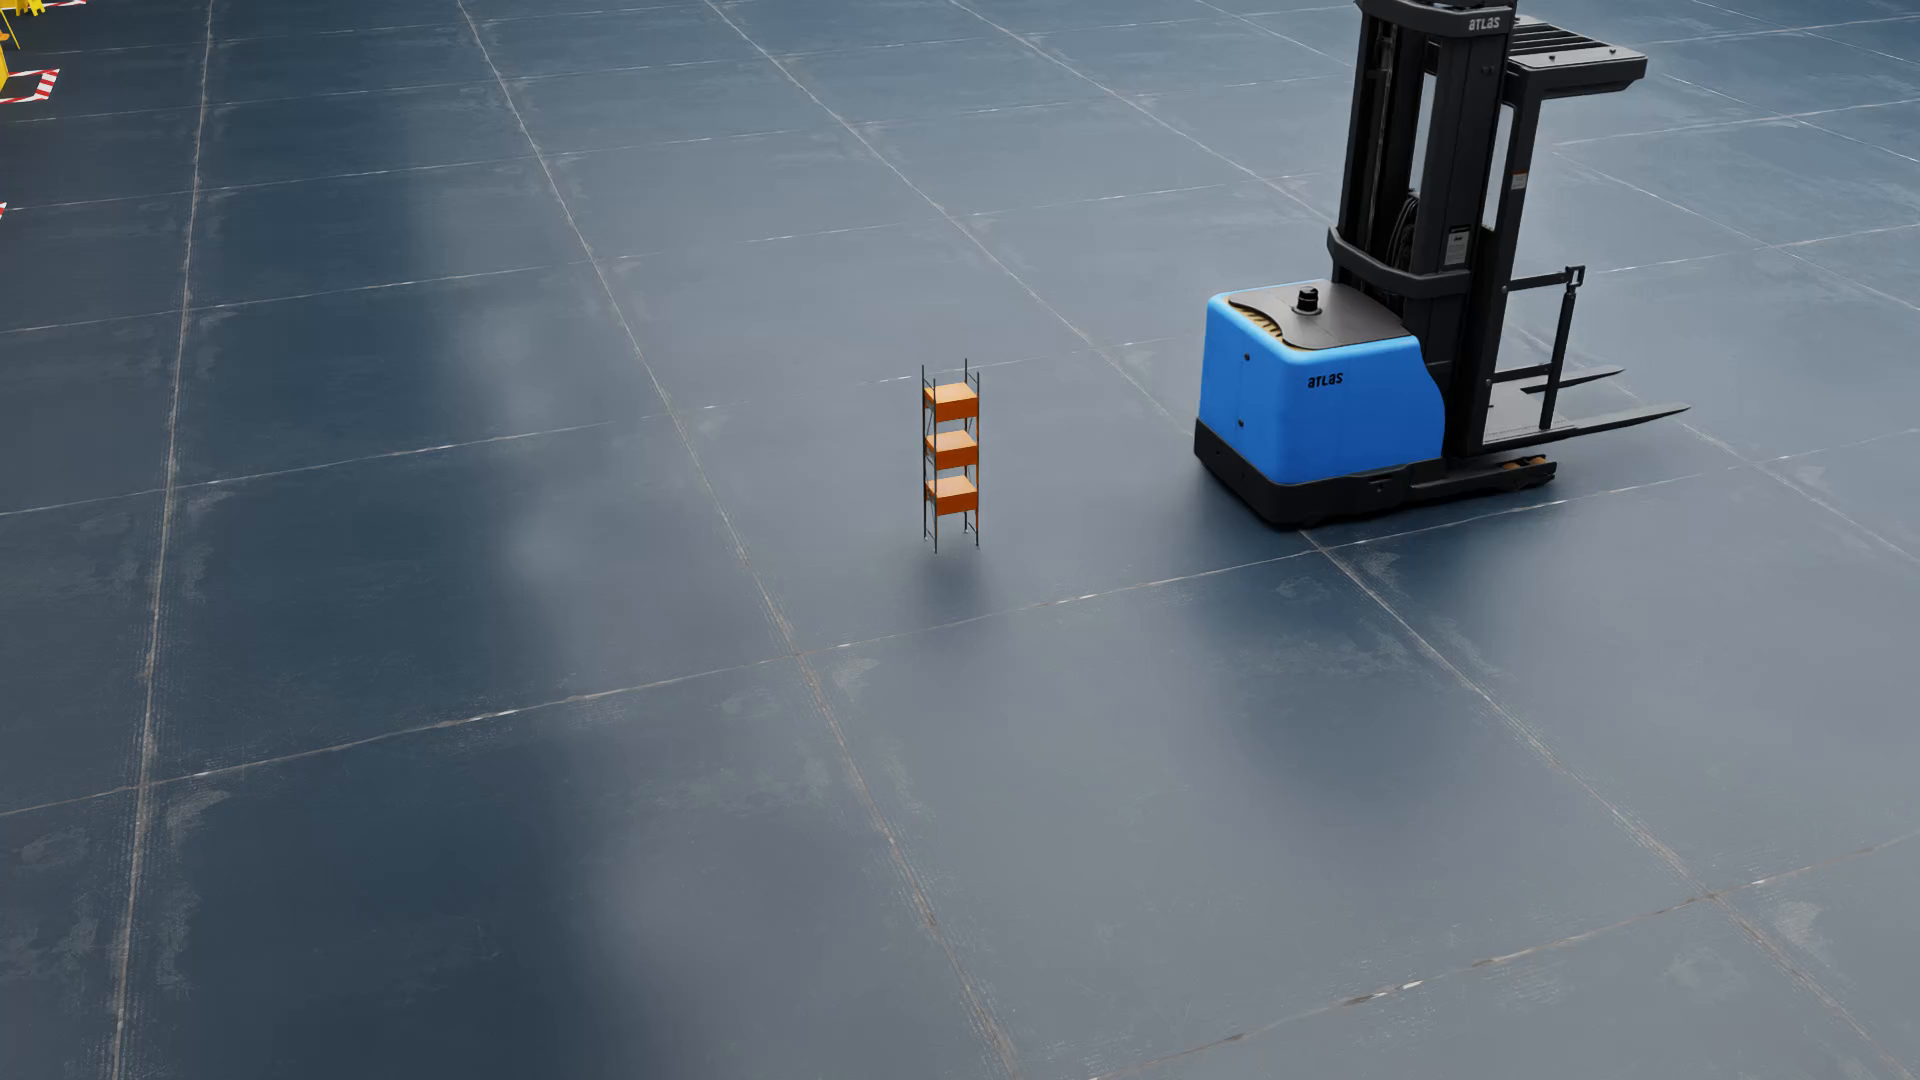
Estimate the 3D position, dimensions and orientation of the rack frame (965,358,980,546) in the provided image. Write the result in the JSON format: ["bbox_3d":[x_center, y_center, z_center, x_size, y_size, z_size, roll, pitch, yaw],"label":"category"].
[{"bbox_3d":[0.064,-0.468,9.043,0.008,1.050,0.200,-10,31,-18],"label":"rack frame"}]

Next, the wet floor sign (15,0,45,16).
[{"bbox_3d":[-11.666,-6.889,20.723,0.232,0.644,0.267,0,30,0],"label":"wet floor sign"}]

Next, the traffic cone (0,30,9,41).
[{"bbox_3d":[-11.465,-6.145,19.600,0.334,0.463,0.336,-10,31,-18],"label":"traffic cone"}]

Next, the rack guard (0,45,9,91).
[{"bbox_3d":[-10.374,-5.015,17.580,0.348,0.500,1.175,-10,31,-18],"label":"rack guard"}]

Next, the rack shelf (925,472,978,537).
[{"bbox_3d":[-0.050,-0.196,9.149,0.240,0.259,0.215,-10,31,-18],"label":"rack shelf"}]

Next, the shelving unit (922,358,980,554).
[{"bbox_3d":[-0.050,-0.447,9.006,0.252,1.050,0.215,-10,31,-18],"label":"shelving unit"}]

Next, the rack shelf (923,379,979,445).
[{"bbox_3d":[-0.050,-0.684,8.871,0.240,0.259,0.215,-10,31,-18],"label":"rack shelf"}]

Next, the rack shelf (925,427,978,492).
[{"bbox_3d":[-0.050,-0.438,9.012,0.240,0.259,0.215,-10,31,-18],"label":"rack shelf"}]

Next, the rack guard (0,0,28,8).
[{"bbox_3d":[-12.289,-7.277,21.550,0.348,0.500,1.175,-10,31,-18],"label":"rack guard"}]

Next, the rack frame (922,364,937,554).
[{"bbox_3d":[-0.164,-0.426,8.970,0.008,1.050,0.200,-10,31,-18],"label":"rack frame"}]

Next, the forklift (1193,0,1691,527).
[{"bbox_3d":[2.985,-1.793,9.468,3.031,2.935,1.130,-11,31,-18],"label":"forklift"}]

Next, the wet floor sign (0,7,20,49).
[{"bbox_3d":[-11.060,-5.997,19.158,0.232,0.644,0.267,-16,33,-26],"label":"wet floor sign"}]
